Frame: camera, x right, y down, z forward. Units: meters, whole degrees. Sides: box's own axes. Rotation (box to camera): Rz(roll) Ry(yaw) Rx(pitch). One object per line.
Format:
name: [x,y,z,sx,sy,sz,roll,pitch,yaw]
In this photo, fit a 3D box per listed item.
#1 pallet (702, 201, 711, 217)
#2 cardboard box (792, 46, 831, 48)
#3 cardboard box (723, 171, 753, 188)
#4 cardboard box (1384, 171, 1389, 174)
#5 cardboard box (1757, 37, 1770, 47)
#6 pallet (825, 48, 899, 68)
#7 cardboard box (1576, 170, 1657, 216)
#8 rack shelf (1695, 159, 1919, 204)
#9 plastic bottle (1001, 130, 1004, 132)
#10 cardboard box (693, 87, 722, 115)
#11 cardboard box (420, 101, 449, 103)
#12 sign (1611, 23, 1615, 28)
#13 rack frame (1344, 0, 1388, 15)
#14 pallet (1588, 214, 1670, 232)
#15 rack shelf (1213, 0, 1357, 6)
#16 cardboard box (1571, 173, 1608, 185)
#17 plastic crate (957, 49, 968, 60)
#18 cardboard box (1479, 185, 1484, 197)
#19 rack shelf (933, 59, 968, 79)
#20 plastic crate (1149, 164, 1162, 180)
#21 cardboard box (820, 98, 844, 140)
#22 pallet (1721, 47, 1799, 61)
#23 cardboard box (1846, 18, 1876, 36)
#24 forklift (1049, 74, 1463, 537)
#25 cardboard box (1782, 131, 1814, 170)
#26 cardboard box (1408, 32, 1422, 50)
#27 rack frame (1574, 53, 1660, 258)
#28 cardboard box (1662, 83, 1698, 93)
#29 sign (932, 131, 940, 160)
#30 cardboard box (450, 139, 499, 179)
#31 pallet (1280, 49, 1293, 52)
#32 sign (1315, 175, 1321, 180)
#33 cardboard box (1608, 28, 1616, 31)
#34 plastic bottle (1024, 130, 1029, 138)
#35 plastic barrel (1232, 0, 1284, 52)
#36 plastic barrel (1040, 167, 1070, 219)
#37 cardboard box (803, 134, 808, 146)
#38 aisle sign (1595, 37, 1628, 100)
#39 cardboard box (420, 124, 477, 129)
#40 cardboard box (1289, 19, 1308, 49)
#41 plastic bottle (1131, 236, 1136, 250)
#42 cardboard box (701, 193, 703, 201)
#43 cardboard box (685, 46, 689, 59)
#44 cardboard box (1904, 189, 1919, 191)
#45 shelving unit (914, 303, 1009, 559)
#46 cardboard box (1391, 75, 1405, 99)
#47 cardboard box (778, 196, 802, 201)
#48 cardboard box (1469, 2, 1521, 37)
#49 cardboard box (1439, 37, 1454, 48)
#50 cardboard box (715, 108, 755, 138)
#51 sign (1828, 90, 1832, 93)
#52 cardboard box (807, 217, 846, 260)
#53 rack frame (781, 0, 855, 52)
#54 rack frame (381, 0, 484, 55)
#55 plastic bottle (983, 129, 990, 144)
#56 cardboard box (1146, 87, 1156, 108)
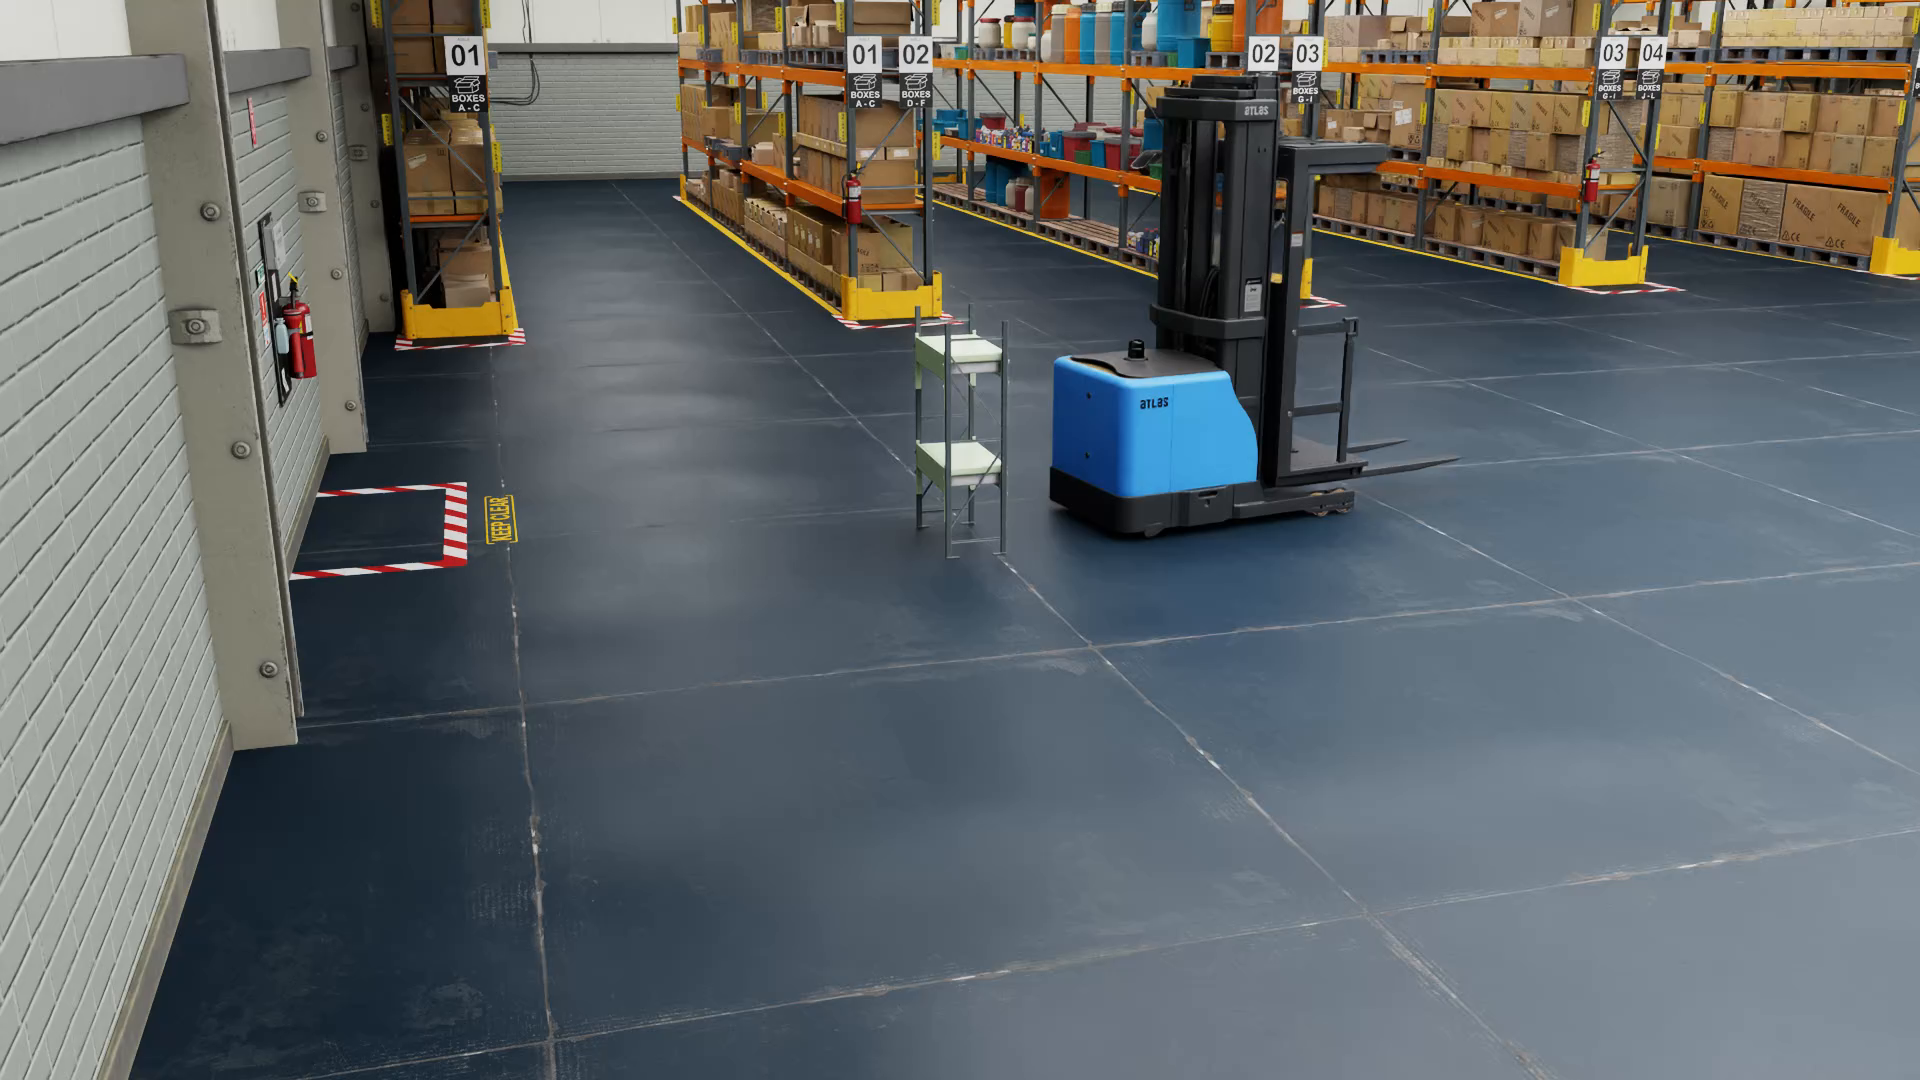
pallet: [-4.303,-6.286,31.512,1.003,0.211,1.213,-5,17,-15]
cardboard box: [-2.077,-6.956,23.210,0.500,0.250,0.500,-3,17,-9]
cardboard box: [-3.803,-6.236,28.774,0.500,0.250,0.500,-5,17,-16]
cardboard box: [9.488,-8.064,36.291,0.380,0.149,0.250,-4,17,-13]
cardboard box: [12.388,-7.593,25.334,0.380,0.149,0.250,-5,17,-16]
pallet: [-0.987,-5.704,19.667,1.003,0.211,1.213,-5,17,-15]
cardboard box: [11.631,-6.178,29.485,1.050,0.750,0.750,-4,17,-14]
rack shelf: [12.956,-5.467,25.189,1.077,0.370,4.000,-5,17,-15]
plastic bottle: [0.810,-7.360,30.457,0.152,0.276,0.135,-5,17,-15]
cardboard box: [-4.785,-8.358,31.652,0.500,0.500,0.500,-5,17,-15]
cardboard box: [-8.428,-6.882,26.620,0.500,0.250,0.500,-5,17,-17]
sign: [11.843,-9.235,30.232,0.100,0.325,0.005,-5,17,-15]
rack frame: [9.108,-12.557,37.114,1.000,3.000,0.127,-5,17,-15]
pallet: [11.783,-5.575,29.145,1.003,0.211,1.213,-5,17,-15]
rack shelf: [5.960,-9.997,30.538,1.077,0.370,4.000,-5,17,-15]
cardboard box: [8.432,-4.836,22.276,0.380,0.149,0.250,-5,17,-15]
plastic crate: [0.241,-9.250,31.688,0.450,0.188,0.662,-5,17,-15]
cardboard box: [10.460,-7.066,32.877,0.500,0.500,0.500,-4,17,-14]
rack shelf: [0.099,-9.467,33.292,1.077,0.370,4.000,-5,17,-15]
plastic crate: [2.949,-5.110,23.117,0.450,0.188,0.662,-5,17,-15]
cardboard box: [-1.375,-5.349,21.117,0.700,0.500,0.500,-5,17,-15]
pallet: [12.621,-7.532,25.752,1.003,0.211,1.213,-5,17,-15]
cardboard box: [12.966,-7.266,23.554,0.500,0.250,0.500,-5,17,-15]
forklift: [2.184,-1.694,11.497,3.031,2.935,1.130,-8,18,-25]
cardboard box: [12.969,-5.888,25.079,0.875,0.550,0.500,-5,17,-15]
cardboard box: [7.255,-7.826,26.082,0.396,0.266,0.258,-4,17,-13]
rack frame: [8.709,-4.894,22.031,1.000,3.000,0.127,-5,17,-15]
cardboard box: [14.950,-9.241,34.590,0.500,0.500,0.500,-5,17,-16]
sign: [-0.282,-4.607,19.432,0.100,0.325,0.005,-5,17,-15]
cardboard box: [-5.548,-4.310,19.008,0.500,0.500,0.500,-5,17,-15]
pallet: [6.282,-8.627,29.573,1.213,0.211,1.003,-4,17,-13]
sign: [4.476,-4.678,20.829,0.100,0.325,0.005,-5,17,-15]
cardboard box: [11.294,-8.897,29.393,0.500,0.311,0.500,-5,17,-15]
plastic bottle: [1.229,-7.384,30.544,0.097,0.271,0.097,0,17,0]
plastic barrel: [3.691,-6.470,20.588,0.600,0.830,0.708,-5,17,-15]
plastic barrel: [1.597,-6.011,28.792,0.600,0.830,0.708,-5,17,-15]
cardboard box: [-1.887,-5.347,22.236,0.380,0.149,0.250,-5,17,-17]
aisle sign: [8.437,-6.098,21.521,0.394,0.787,0.004,-5,17,-15]
cardboard box: [-7.143,-5.563,23.318,0.700,0.500,0.500,-2,17,-8]
cardboard box: [6.273,-8.957,29.434,0.797,0.503,0.637,-4,17,-12]
plastic bottle: [2.541,-4.329,24.248,0.097,0.201,0.097,0,17,0]
cardboard box: [-4.705,-6.511,31.604,0.380,0.149,0.250,-5,17,-15]
cardboard box: [-5.054,-9.463,32.287,0.500,0.250,0.500,-5,17,-15]
cardboard box: [16.790,-6.070,29.784,0.950,0.372,0.625,-4,17,-12]
shelving unit: [0.002,-0.716,10.730,0.431,1.500,0.755,-5,17,-15]
cardboard box: [9.544,-9.641,35.404,0.500,0.500,0.500,-4,17,-14]
cardboard box: [-2.635,-5.352,26.631,0.500,0.311,0.500,-4,17,-14]
cardboard box: [7.978,-7.763,24.807,0.500,0.500,0.500,-5,17,-17]
cardboard box: [7.402,-7.442,24.867,0.380,0.149,0.250,-5,17,-17]
cardboard box: [-3.950,-7.346,29.291,0.700,0.500,0.500,-2,17,-6]
sign: [19.191,-9.760,36.725,0.100,0.325,0.005,-5,17,-15]
cardboard box: [-1.676,-3.894,21.448,0.500,0.500,0.500,-5,17,-15]
rack frame: [-1.917,-8.092,22.248,1.000,3.000,0.127,-5,17,-15]
rack frame: [-5.579,-6.593,17.257,1.000,3.000,0.127,-5,17,-15]
plastic bottle: [0.510,-7.503,30.932,0.152,0.276,0.135,-5,17,-15]
cardboard box: [4.321,-9.457,35.662,0.500,0.500,0.500,-5,17,-17]
